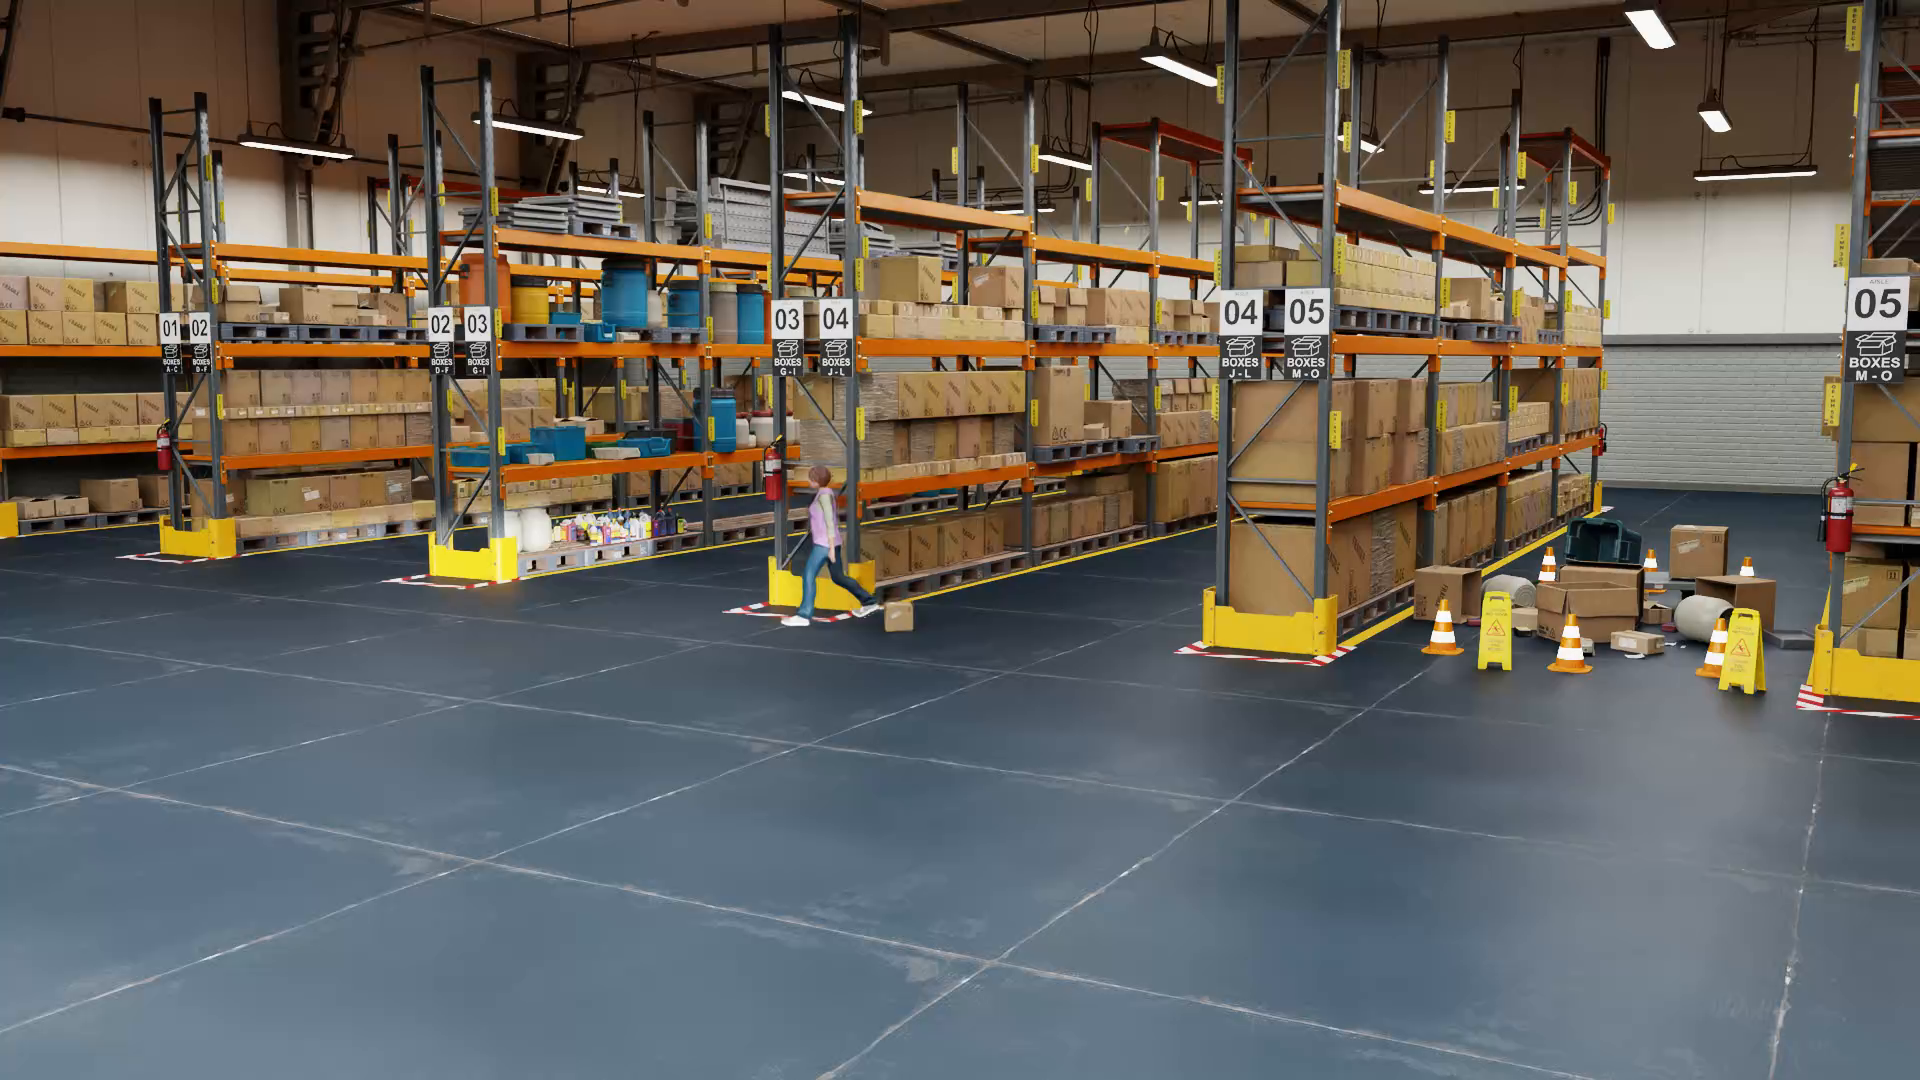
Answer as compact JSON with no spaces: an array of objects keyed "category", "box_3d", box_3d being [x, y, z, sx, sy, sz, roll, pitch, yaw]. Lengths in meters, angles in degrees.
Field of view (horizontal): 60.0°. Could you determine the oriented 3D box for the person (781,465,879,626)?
[{"category":"person","box_3d":[-1.262,0.046,16.142,0.932,1.545,0.423,0,6,1]}]
